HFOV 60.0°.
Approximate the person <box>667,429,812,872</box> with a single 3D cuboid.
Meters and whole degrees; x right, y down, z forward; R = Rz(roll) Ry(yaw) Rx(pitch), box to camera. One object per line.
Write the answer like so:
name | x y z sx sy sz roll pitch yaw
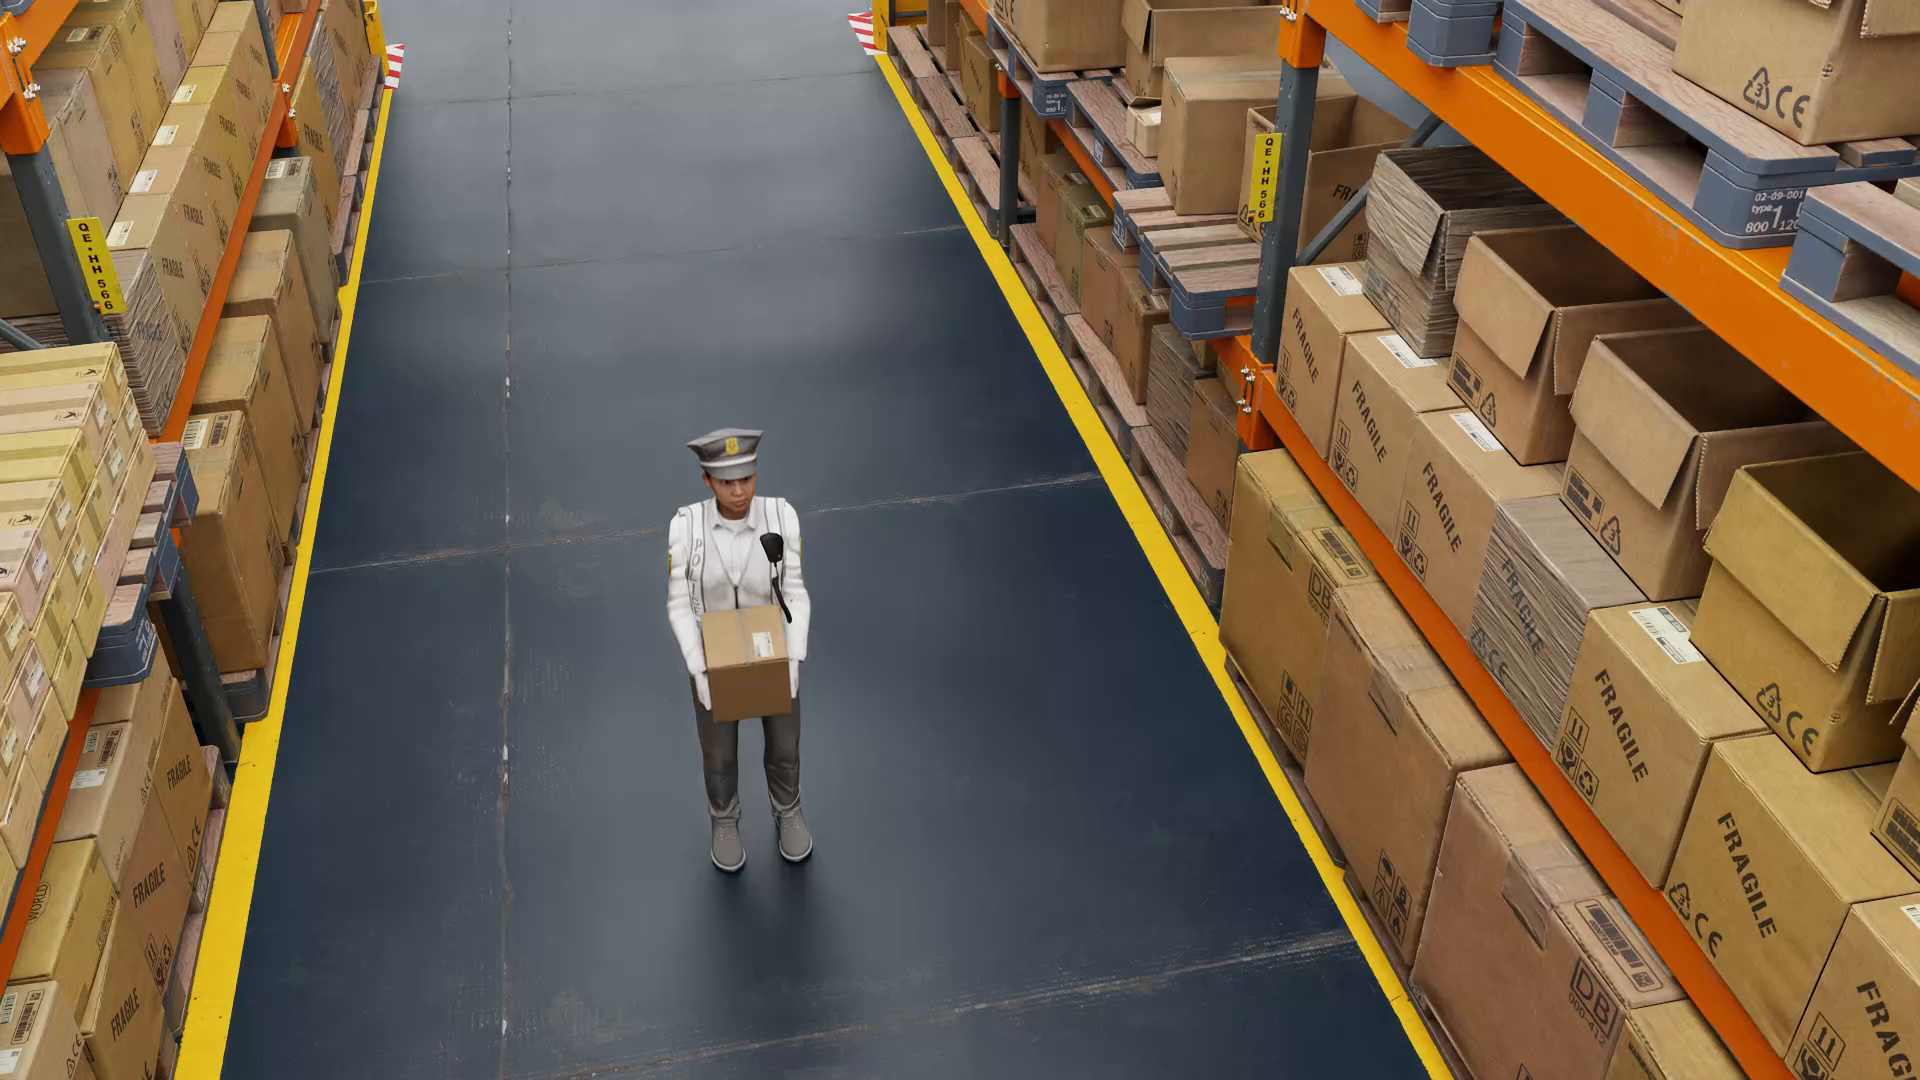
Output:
person | -0.715 0.414 5.521 0.459 1.686 0.556 -7 35 -10
